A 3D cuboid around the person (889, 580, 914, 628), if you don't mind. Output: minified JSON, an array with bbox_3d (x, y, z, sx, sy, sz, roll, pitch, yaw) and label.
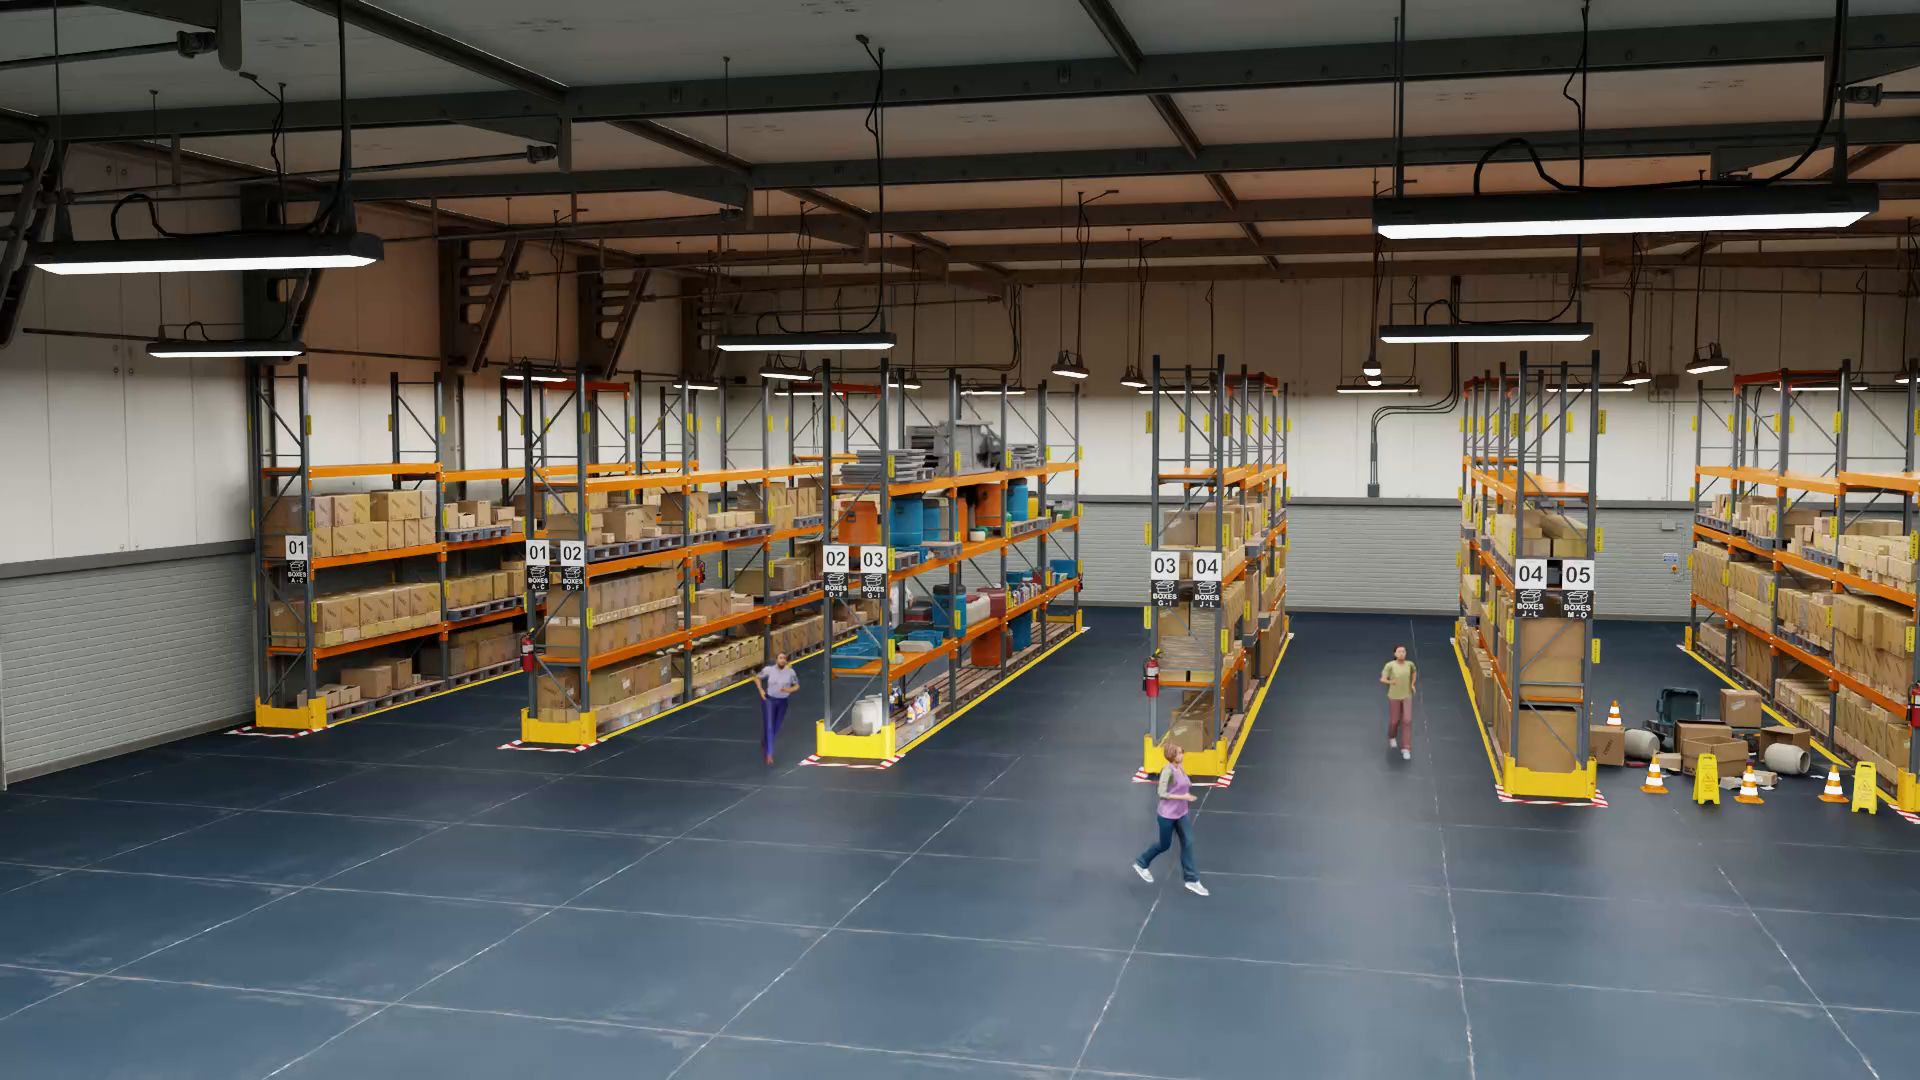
[{"bbox_3d":[-1.336,1.634,37.233,0.616,1.629,0.585,0,4,3],"label":"person"}]

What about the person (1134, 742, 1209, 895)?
[{"bbox_3d":[2.250,2.954,17.789,0.872,1.602,0.539,3,5,39],"label":"person"}]

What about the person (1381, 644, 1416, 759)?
[{"bbox_3d":[6.652,2.408,25.173,0.574,1.674,0.950,0,4,4],"label":"person"}]

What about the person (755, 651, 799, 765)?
[{"bbox_3d":[-2.734,2.495,24.941,0.621,1.668,0.850,-2,4,-22],"label":"person"}]
